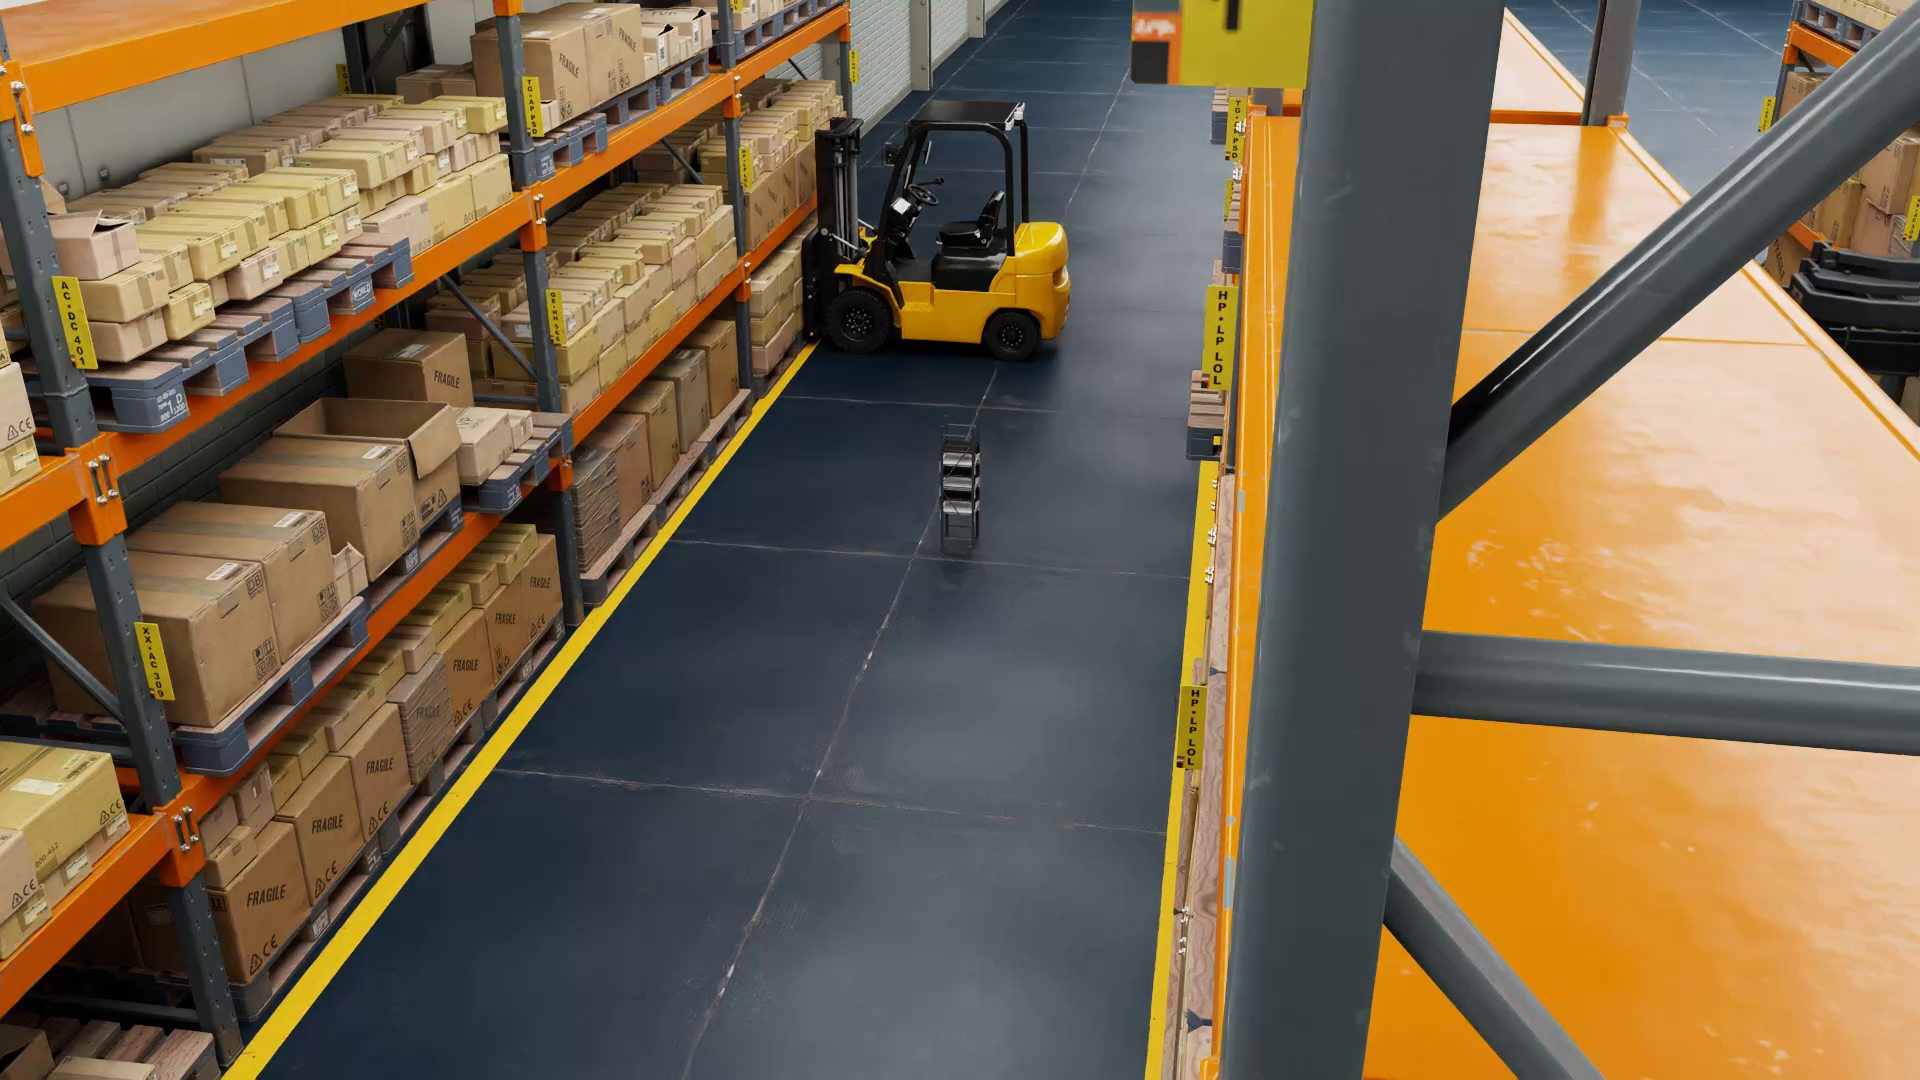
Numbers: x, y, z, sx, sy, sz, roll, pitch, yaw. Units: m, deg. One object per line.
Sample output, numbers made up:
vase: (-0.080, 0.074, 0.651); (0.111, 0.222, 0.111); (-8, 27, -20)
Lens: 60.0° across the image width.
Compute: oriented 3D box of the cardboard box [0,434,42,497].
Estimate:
cardboard box: (-3.338, -0.258, 5.566); (0.380, 0.149, 0.250); (4, 25, 8)

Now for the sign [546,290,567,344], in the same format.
sign: (-2.380, -1.312, 9.787); (0.100, 0.325, 0.005); (4, 25, 9)

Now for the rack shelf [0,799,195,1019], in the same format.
rack shelf: (-3.897, 1.978, 4.879); (1.077, 0.370, 4.000); (4, 25, 9)

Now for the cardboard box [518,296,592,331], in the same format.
cardboard box: (-2.532, -1.421, 10.409); (0.380, 0.149, 0.250); (5, 25, 10)

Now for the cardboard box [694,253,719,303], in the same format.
cardboard box: (-2.164, -2.023, 12.754); (0.500, 0.250, 0.500); (4, 25, 8)

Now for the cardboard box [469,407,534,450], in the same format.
cardboard box: (-2.646, -0.632, 9.408); (0.380, 0.149, 0.250); (4, 25, 9)

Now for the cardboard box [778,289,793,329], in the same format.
cardboard box: (-1.799, -2.093, 14.886); (0.500, 0.250, 0.500); (4, 25, 8)

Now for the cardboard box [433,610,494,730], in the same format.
cardboard box: (-2.949, 0.704, 9.205); (0.500, 0.500, 0.500); (5, 26, 11)

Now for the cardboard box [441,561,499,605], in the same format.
cardboard box: (-2.848, 0.238, 9.435); (0.380, 0.149, 0.250); (3, 25, 7)

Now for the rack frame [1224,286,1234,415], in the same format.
rack frame: (1.981, -0.515, 9.356); (1.000, 3.000, 0.127); (4, 25, 9)

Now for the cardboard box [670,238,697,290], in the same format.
cardboard box: (-2.257, -2.037, 12.194); (0.500, 0.250, 0.500); (5, 25, 10)

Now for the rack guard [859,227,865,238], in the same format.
rack guard: (-1.605, -3.081, 17.787); (1.175, 0.500, 0.348); (4, 25, 9)

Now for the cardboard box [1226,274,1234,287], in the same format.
cardboard box: (1.854, -1.312, 10.094); (0.500, 0.500, 0.500); (4, 25, 8)

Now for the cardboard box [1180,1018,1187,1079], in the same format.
cardboard box: (0.742, 1.477, 3.803); (0.500, 0.500, 0.500); (4, 25, 8)

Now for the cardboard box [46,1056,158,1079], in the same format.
cardboard box: (-3.372, 2.170, 6.488); (0.380, 0.149, 0.250); (3, 25, 7)

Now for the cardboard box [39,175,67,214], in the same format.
cardboard box: (-3.578, -1.233, 6.194); (0.396, 0.266, 0.258); (4, 25, 9)

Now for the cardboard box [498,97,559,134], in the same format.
cardboard box: (-2.560, -2.470, 9.658); (0.380, 0.166, 0.250); (4, 25, 8)

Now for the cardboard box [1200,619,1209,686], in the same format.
cardboard box: (1.636, 0.913, 8.316); (0.875, 0.875, 0.875); (4, 25, 9)

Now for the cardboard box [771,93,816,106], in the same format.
cardboard box: (-1.600, -4.197, 15.988); (0.380, 0.149, 0.250); (4, 25, 9)

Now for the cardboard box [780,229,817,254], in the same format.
cardboard box: (-1.618, -2.750, 15.699); (0.500, 0.250, 0.500); (4, 25, 7)

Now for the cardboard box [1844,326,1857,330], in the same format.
cardboard box: (7.850, -1.751, 14.007); (0.875, 0.875, 0.875); (4, 25, 9)

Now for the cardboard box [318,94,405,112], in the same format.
cardboard box: (-3.250, -2.328, 9.048); (0.380, 0.149, 0.250); (3, 25, 7)

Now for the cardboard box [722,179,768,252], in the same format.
cardboard box: (-1.933, -2.743, 13.998); (0.500, 0.500, 0.500); (3, 25, 7)

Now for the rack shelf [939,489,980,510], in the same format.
rack shelf: (-0.001, -0.292, 11.648); (0.258, 0.077, 0.200); (4, 25, 9)

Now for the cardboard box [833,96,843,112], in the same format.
cardboard box: (-1.390, -4.378, 16.726); (0.380, 0.149, 0.250); (4, 25, 9)

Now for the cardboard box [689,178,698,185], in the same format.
cardboard box: (-2.456, -2.782, 14.082); (0.500, 0.500, 0.500); (4, 25, 8)

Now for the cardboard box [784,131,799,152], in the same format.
cardboard box: (-1.679, -3.630, 15.128); (0.380, 0.149, 0.250); (3, 25, 7)

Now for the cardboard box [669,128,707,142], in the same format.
cardboard box: (-2.418, -3.481, 14.459); (0.380, 0.149, 0.250); (4, 25, 7)

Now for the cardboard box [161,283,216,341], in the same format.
cardboard box: (-3.053, -0.868, 6.255); (0.380, 0.149, 0.250); (4, 25, 9)

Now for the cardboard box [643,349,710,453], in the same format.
cardboard box: (-2.472, -1.102, 12.916); (0.875, 0.625, 0.625); (4, 25, 8)

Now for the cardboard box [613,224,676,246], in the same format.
cardboard box: (-2.280, -2.175, 12.019); (0.380, 0.149, 0.250); (4, 25, 9)

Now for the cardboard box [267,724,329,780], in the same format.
cardboard box: (-3.218, 0.987, 7.835); (0.380, 0.149, 0.250); (4, 25, 8)

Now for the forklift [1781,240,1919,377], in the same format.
forklift: (4.506, -0.206, 8.777); (1.130, 2.935, 3.031); (5, 26, 11)

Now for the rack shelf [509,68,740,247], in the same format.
rack shelf: (-2.590, -2.727, 11.391); (1.077, 0.370, 4.000); (4, 25, 9)

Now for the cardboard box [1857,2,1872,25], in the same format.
cardboard box: (7.569, -4.285, 13.555); (0.380, 0.149, 0.250); (4, 25, 9)

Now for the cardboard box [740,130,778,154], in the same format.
cardboard box: (-1.788, -3.440, 14.372); (0.380, 0.149, 0.250); (5, 25, 10)

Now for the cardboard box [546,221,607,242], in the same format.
cardboard box: (-2.793, -2.208, 12.089); (0.380, 0.149, 0.250); (4, 25, 8)

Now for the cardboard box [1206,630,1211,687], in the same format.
cardboard box: (1.152, 0.456, 5.985); (0.500, 0.500, 0.500); (5, 26, 10)

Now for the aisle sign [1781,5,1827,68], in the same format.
aisle sign: (7.904, -4.788, 15.419); (0.394, 0.787, 0.004); (4, 25, 9)

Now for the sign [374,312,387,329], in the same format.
sign: (-3.465, -1.419, 9.921); (0.100, 0.325, 0.005); (4, 25, 9)

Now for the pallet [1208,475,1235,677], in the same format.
pallet: (1.183, 0.181, 4.436); (1.003, 0.211, 1.213); (4, 25, 9)

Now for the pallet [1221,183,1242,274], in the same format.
pallet: (1.928, -1.515, 8.177); (1.213, 0.211, 1.003); (5, 26, 11)

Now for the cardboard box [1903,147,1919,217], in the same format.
cardboard box: (7.629, -2.596, 12.352); (0.875, 0.550, 0.550); (4, 25, 9)

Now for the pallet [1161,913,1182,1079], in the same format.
pallet: (1.379, 2.093, 7.074); (1.003, 0.211, 1.213); (4, 25, 9)

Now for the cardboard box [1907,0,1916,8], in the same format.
cardboard box: (7.445, -3.983, 12.440); (0.500, 0.250, 0.500); (4, 25, 8)

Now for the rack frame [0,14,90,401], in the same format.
rack frame: (-3.571, -1.901, 5.242); (1.000, 3.000, 0.127); (4, 25, 9)

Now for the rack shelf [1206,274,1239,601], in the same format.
rack shelf: (1.654, -0.711, 7.086); (1.077, 0.370, 4.000); (4, 25, 9)

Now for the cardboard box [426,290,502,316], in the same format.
cardboard box: (-3.131, -1.464, 10.500); (0.380, 0.149, 0.250); (5, 25, 10)

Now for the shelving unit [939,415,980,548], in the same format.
shelving unit: (-0.001, -0.404, 11.596); (0.258, 0.900, 0.210); (4, 25, 9)

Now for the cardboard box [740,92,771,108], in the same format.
cardboard box: (-2.035, -4.230, 16.060); (0.380, 0.149, 0.250); (4, 25, 9)

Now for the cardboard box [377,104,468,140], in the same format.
cardboard box: (-2.828, -2.196, 8.766); (0.380, 0.149, 0.250); (3, 25, 7)

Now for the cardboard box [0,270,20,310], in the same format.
cardboard box: (-3.637, -0.933, 6.043); (0.380, 0.149, 0.250); (4, 25, 8)

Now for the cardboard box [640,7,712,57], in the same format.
cardboard box: (-2.141, -3.764, 12.252); (0.500, 0.311, 0.500); (3, 25, 7)

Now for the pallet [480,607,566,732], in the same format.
pallet: (-3.076, 0.715, 10.017); (1.003, 0.211, 1.213); (4, 25, 9)

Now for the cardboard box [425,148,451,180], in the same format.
cardboard box: (-2.867, -1.948, 8.587); (0.380, 0.149, 0.250); (5, 25, 10)

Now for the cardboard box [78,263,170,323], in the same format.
cardboard box: (-3.089, -0.894, 5.960); (0.380, 0.149, 0.250); (5, 26, 10)

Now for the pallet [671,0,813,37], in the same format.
pallet: (-1.948, -4.716, 14.897); (1.003, 0.211, 1.213); (4, 25, 9)
